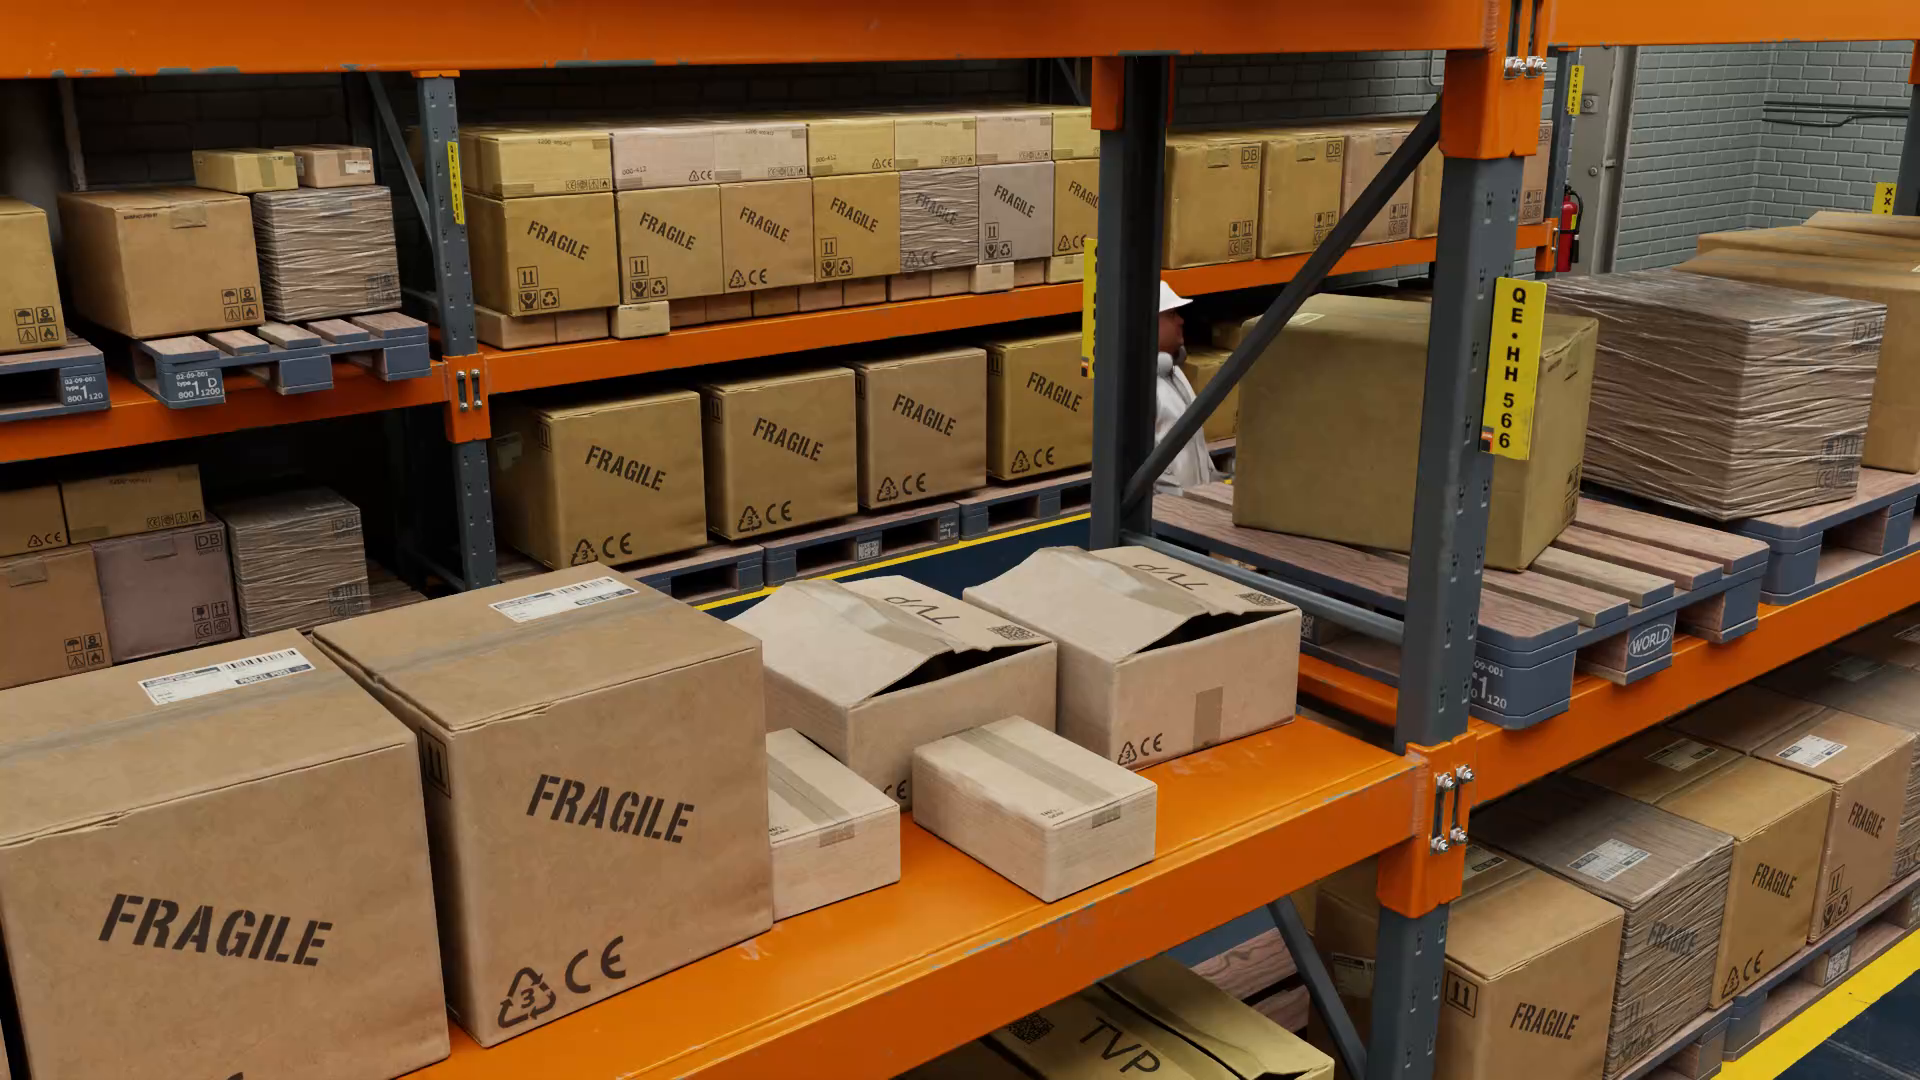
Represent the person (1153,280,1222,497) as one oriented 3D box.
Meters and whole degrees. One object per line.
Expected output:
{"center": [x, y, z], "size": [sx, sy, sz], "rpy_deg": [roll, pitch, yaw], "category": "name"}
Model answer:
{"center": [0.778, -0.086, 6.253], "size": [0.478, 1.776, 0.576], "rpy_deg": [8, 19, 23], "category": "person"}
